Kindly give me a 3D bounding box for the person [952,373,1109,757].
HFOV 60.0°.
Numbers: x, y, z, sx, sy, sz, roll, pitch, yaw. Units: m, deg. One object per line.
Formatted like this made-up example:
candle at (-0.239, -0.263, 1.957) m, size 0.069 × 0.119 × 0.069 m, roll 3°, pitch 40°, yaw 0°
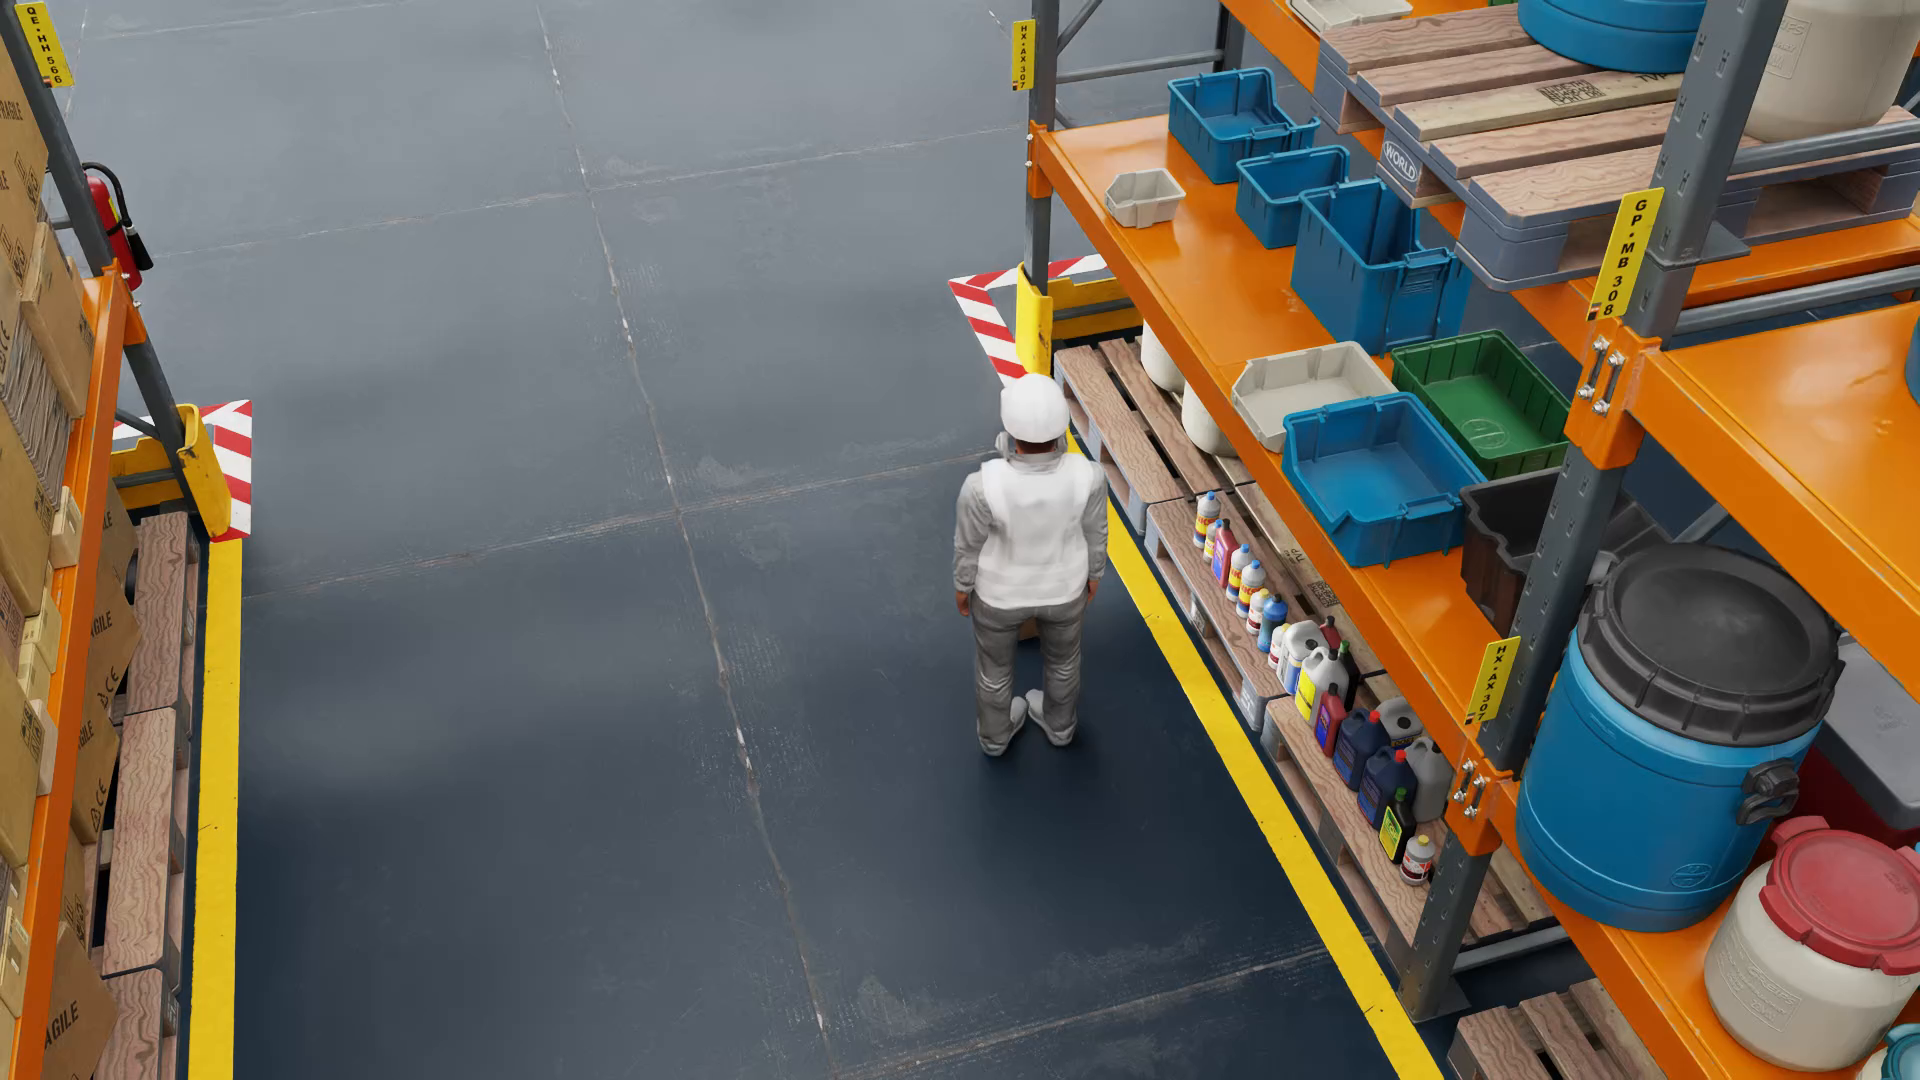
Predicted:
person at (0.239, 0.119, 5.997) m, size 0.552 × 1.784 × 0.417 m, roll -5°, pitch 42°, yaw -6°
